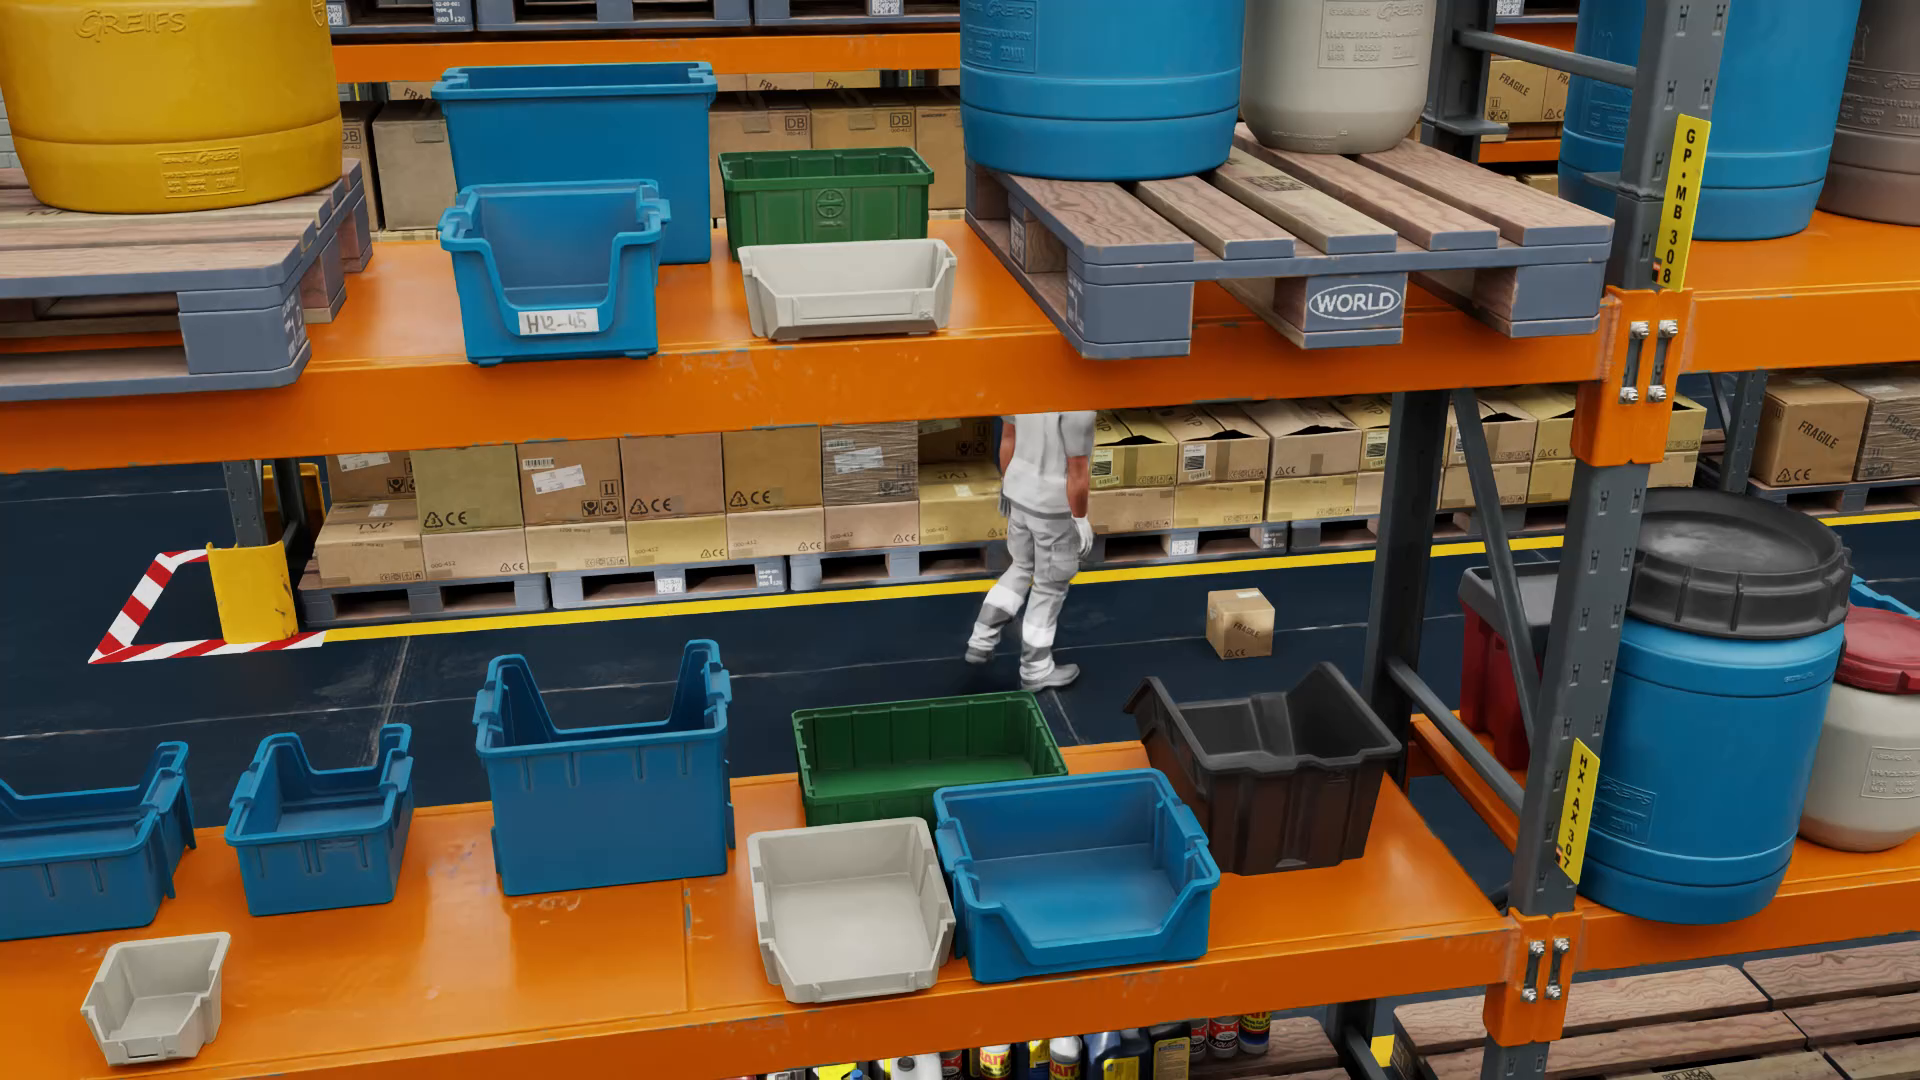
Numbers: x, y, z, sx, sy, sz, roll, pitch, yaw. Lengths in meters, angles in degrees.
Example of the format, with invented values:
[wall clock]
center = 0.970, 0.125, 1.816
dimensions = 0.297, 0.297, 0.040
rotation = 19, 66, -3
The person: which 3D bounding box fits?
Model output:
[person]
center = 0.323, -0.139, 7.367
dimensions = 0.571, 1.785, 0.580
rotation = -16, 28, -32
